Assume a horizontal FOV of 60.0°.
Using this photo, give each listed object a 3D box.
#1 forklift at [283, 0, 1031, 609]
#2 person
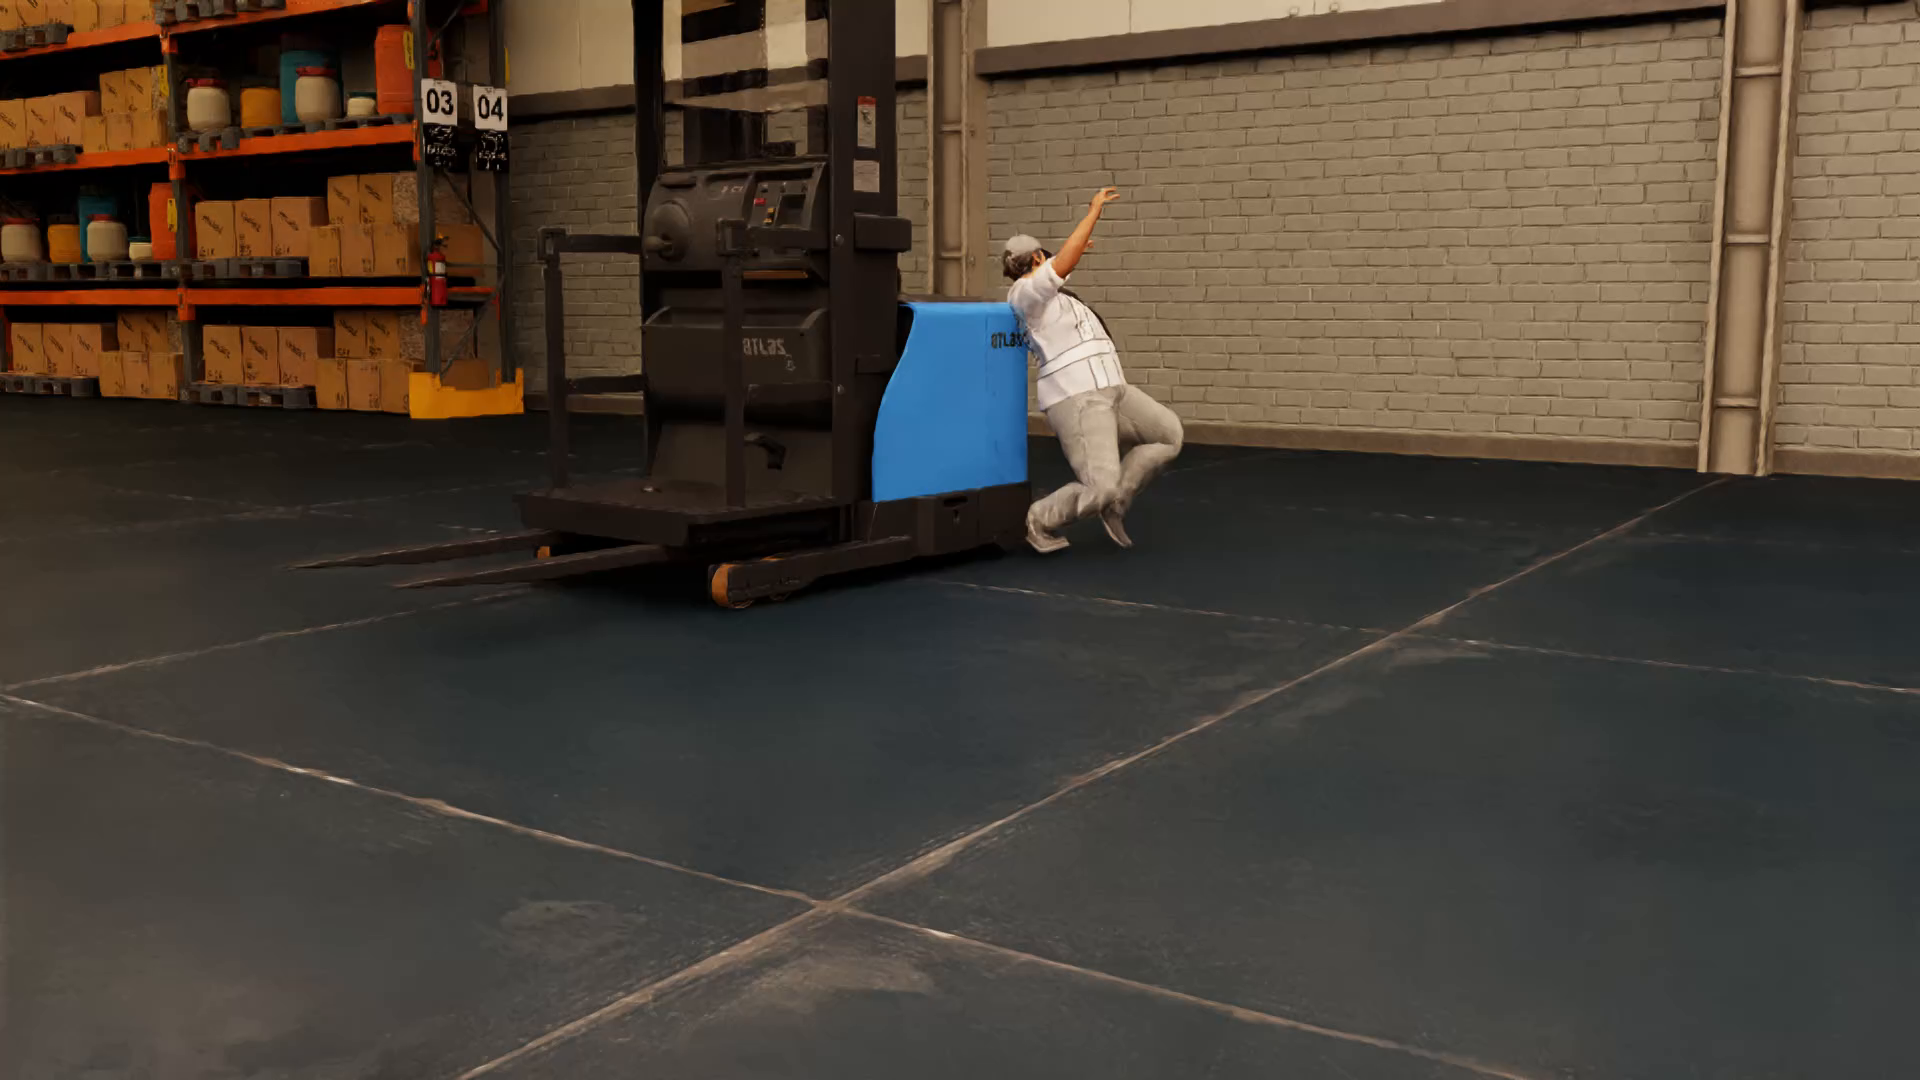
[{"bbox_3d":[-1.009,-1.284,6.224,1.130,2.935,3.031,7,10,39],"label":"forklift"},{"bbox_3d":[0.596,-0.729,7.309,0.777,1.576,1.012,3,9,18],"label":"person"}]
